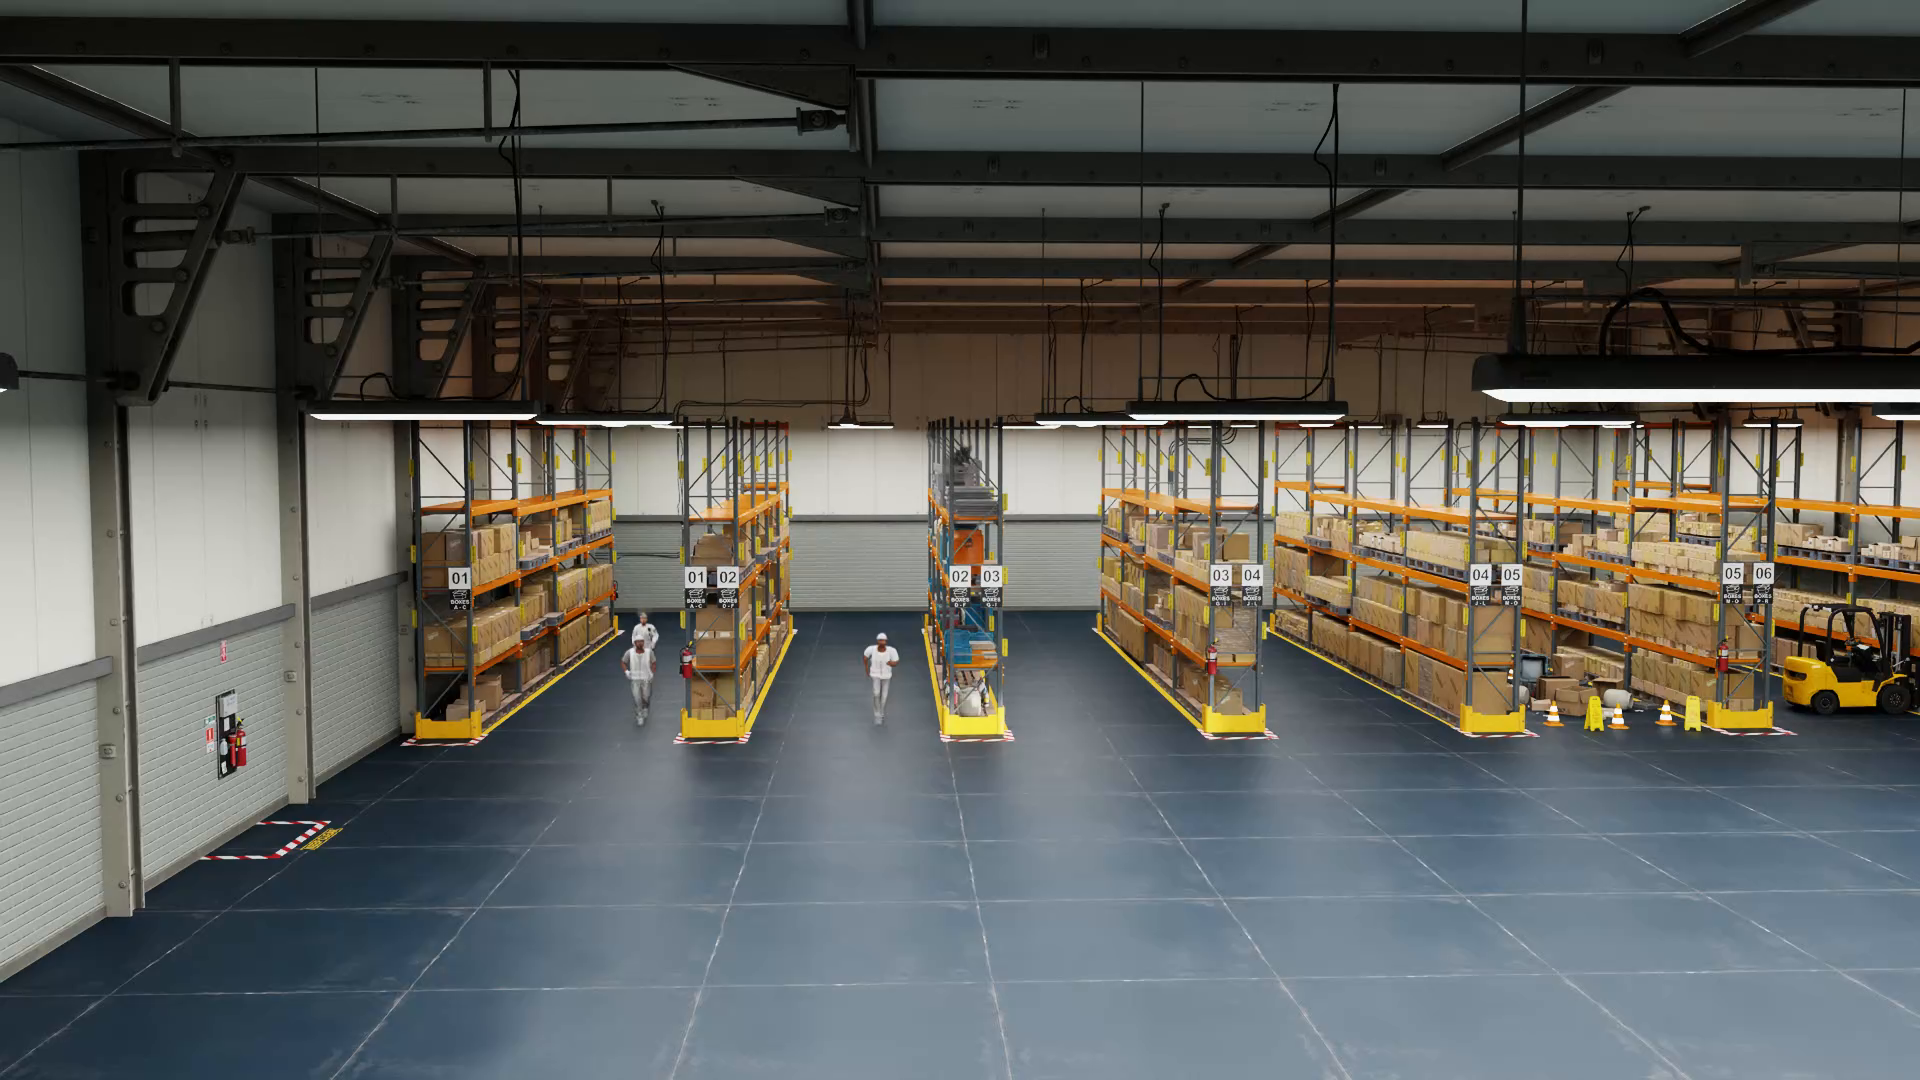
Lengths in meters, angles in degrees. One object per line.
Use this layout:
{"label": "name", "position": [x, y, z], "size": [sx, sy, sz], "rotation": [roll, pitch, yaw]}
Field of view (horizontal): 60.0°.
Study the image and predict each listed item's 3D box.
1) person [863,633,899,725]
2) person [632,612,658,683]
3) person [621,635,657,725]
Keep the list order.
{"label": "person", "position": [-1.548, 2.729, 32.744], "size": [0.671, 1.824, 0.814], "rotation": [-1, 4, -10]}
{"label": "person", "position": [-7.091, 2.447, 37.428], "size": [0.589, 1.653, 0.528], "rotation": [-1, 4, -8]}
{"label": "person", "position": [-6.288, 2.725, 32.589], "size": [0.690, 1.751, 0.665], "rotation": [-1, 4, -14]}
